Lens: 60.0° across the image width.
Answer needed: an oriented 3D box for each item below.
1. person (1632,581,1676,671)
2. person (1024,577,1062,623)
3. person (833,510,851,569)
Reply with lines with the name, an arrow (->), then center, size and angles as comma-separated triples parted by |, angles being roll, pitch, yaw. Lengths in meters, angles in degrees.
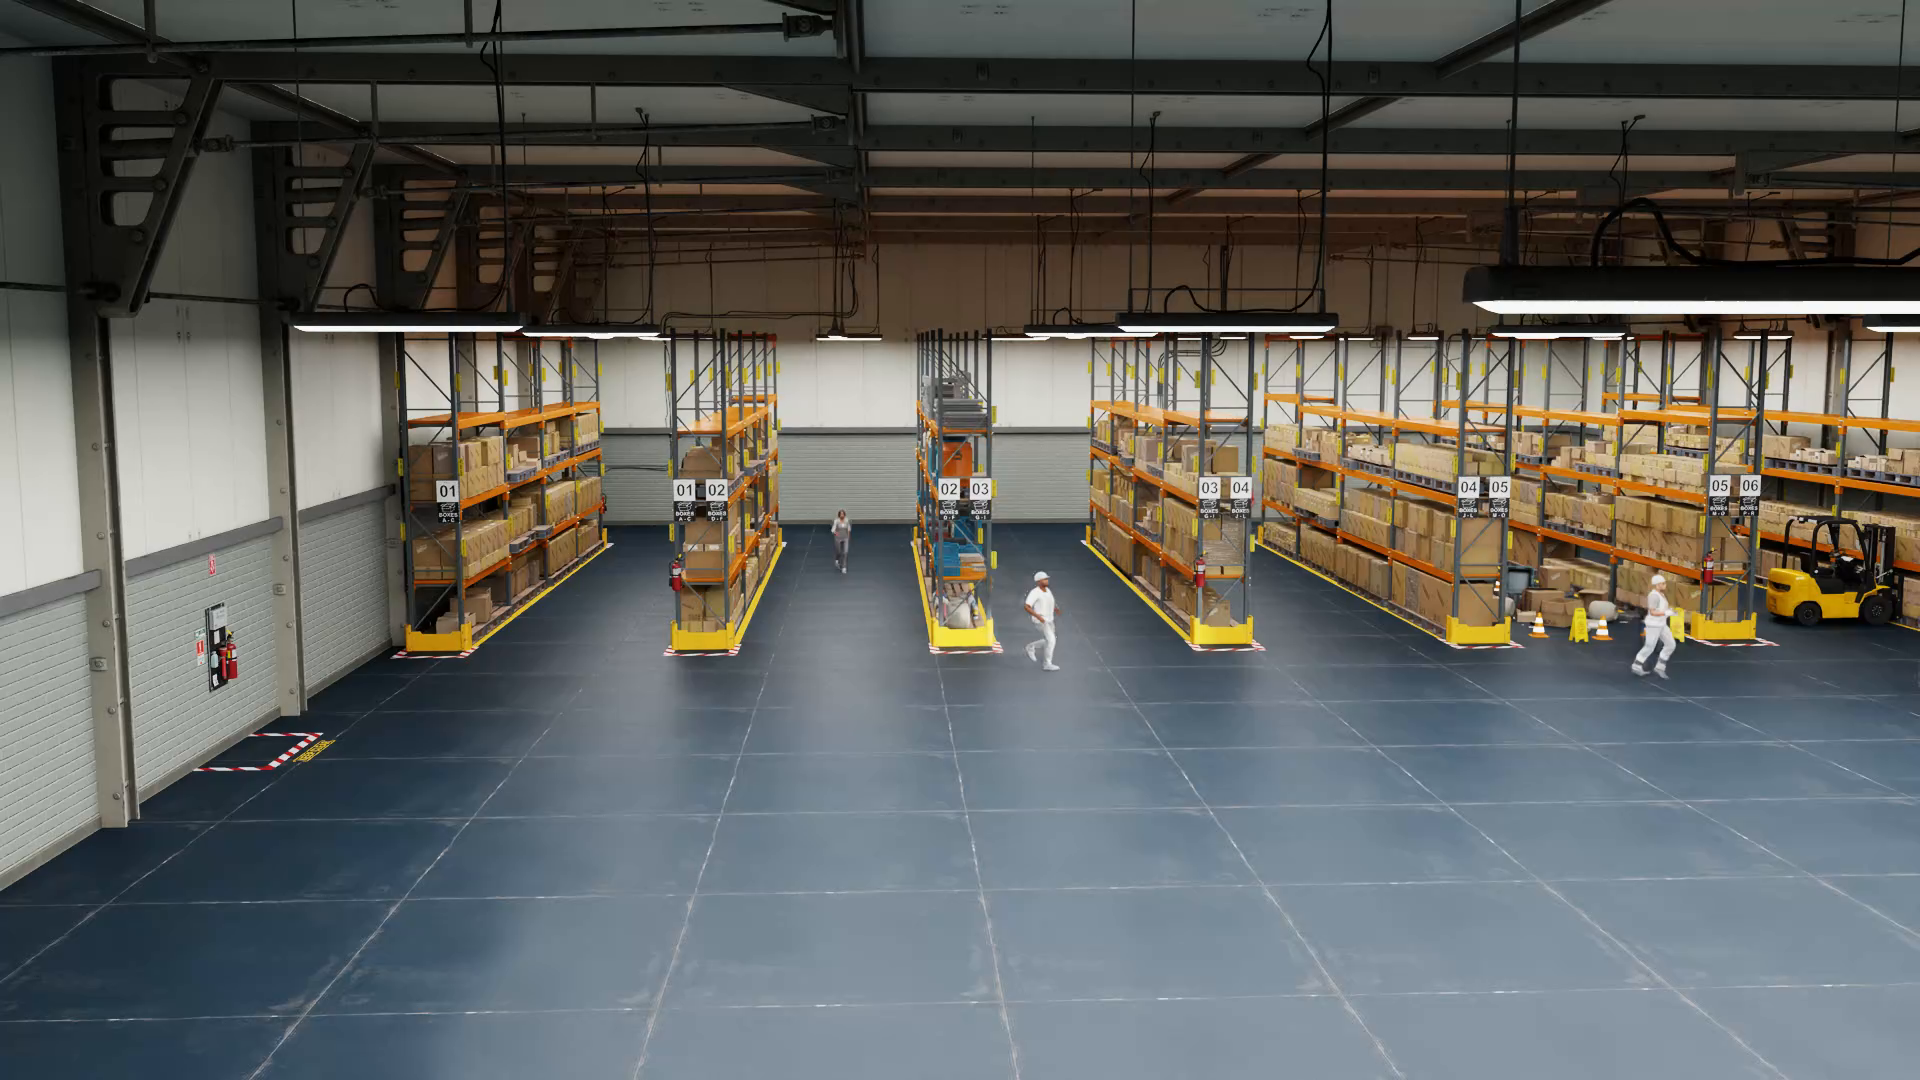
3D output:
person -> 11.879, 1.448, 28.435 | 0.657, 1.628, 0.601 | 6, 9, 43
person -> 1.501, 1.025, 29.221 | 0.484, 0.850, 0.707 | 4, 8, 33
person -> -2.987, -0.033, 41.861 | 0.499, 1.490, 0.780 | -2, 7, -17
